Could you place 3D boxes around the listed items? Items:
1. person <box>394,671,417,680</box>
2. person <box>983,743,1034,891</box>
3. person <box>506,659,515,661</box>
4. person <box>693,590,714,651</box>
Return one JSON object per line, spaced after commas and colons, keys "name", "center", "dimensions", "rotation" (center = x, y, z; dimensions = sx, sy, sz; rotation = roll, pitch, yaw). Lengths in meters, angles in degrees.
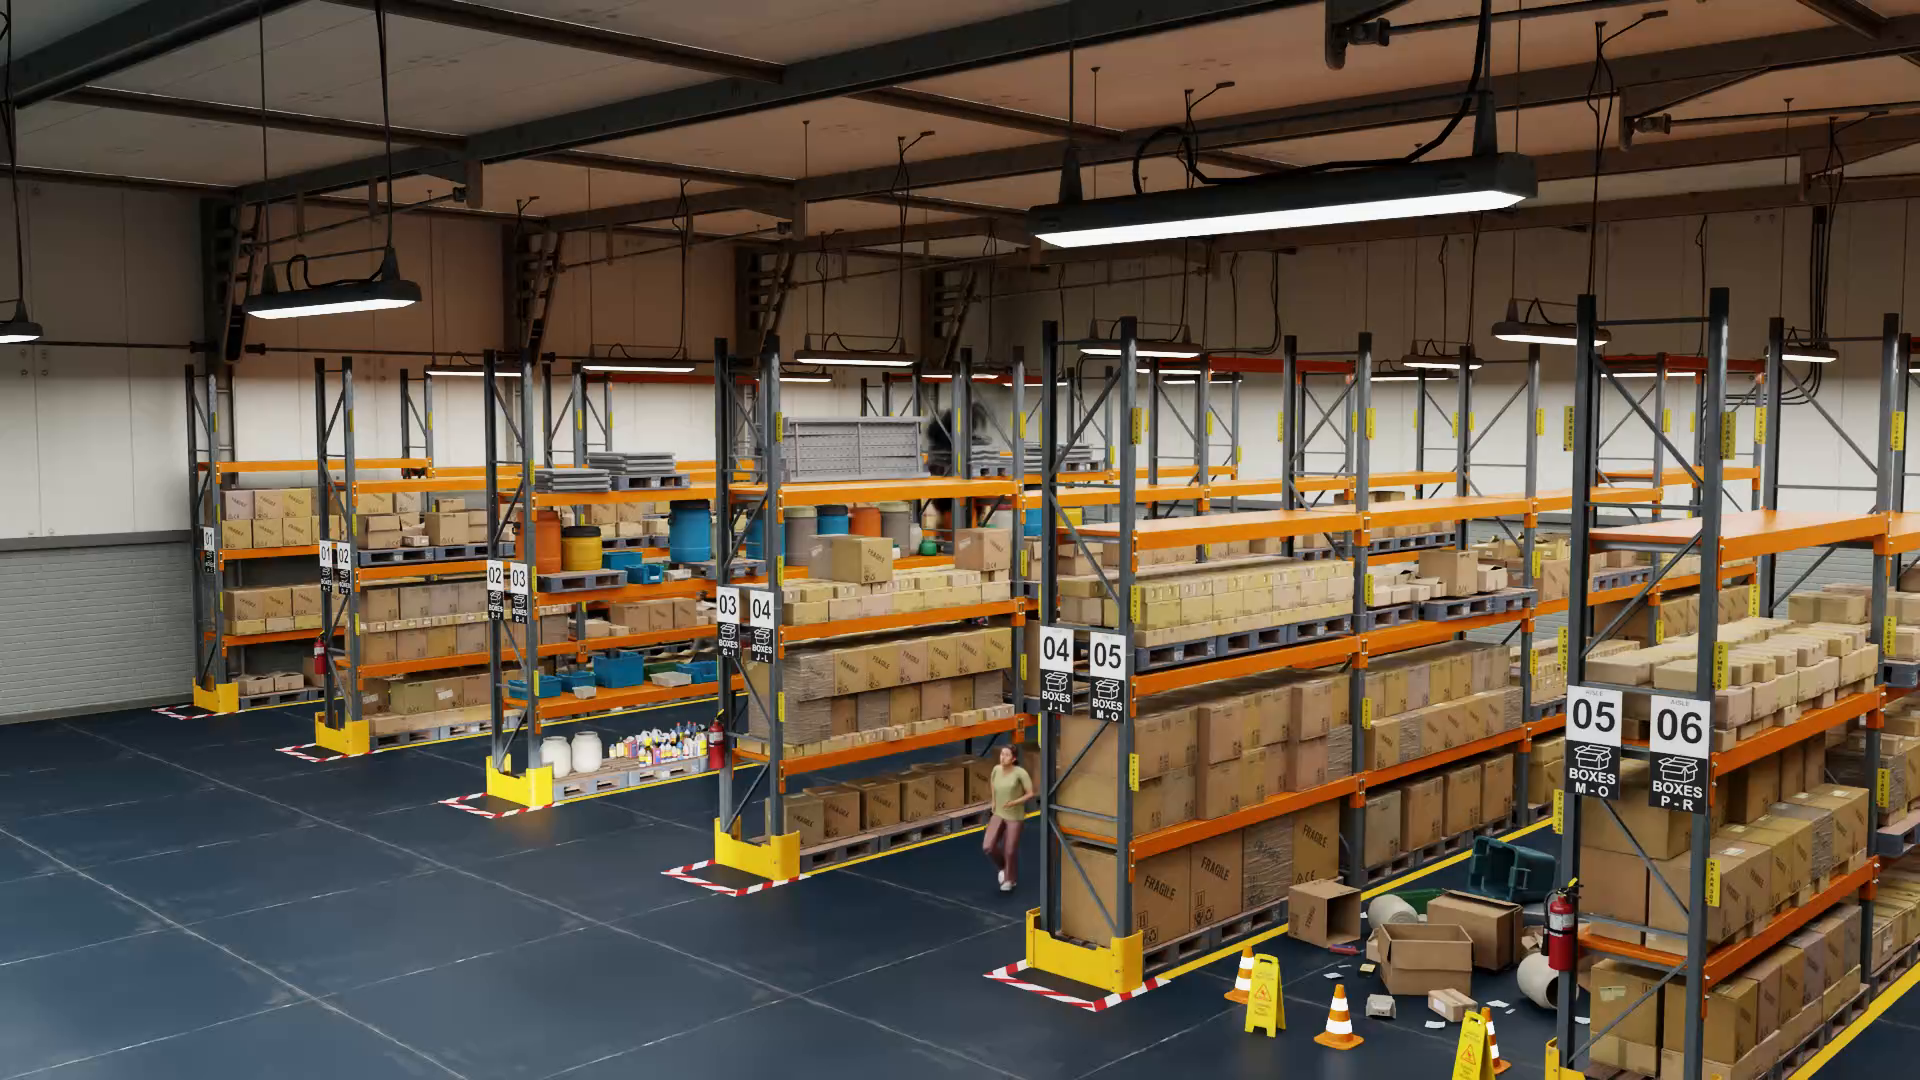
{"name": "person", "center": [-9.189, 2.209, 27.983], "dimensions": [0.675, 1.711, 0.940], "rotation": [4, 6, 44]}
{"name": "person", "center": [0.513, 2.981, 17.837], "dimensions": [0.582, 1.628, 0.568], "rotation": [2, 5, 27]}
{"name": "person", "center": [-8.053, 2.032, 29.389], "dimensions": [0.681, 1.754, 0.631], "rotation": [3, 6, 38]}
{"name": "person", "center": [-5.096, 1.815, 32.828], "dimensions": [0.753, 1.753, 0.594], "rotation": [-4, 6, -43]}
